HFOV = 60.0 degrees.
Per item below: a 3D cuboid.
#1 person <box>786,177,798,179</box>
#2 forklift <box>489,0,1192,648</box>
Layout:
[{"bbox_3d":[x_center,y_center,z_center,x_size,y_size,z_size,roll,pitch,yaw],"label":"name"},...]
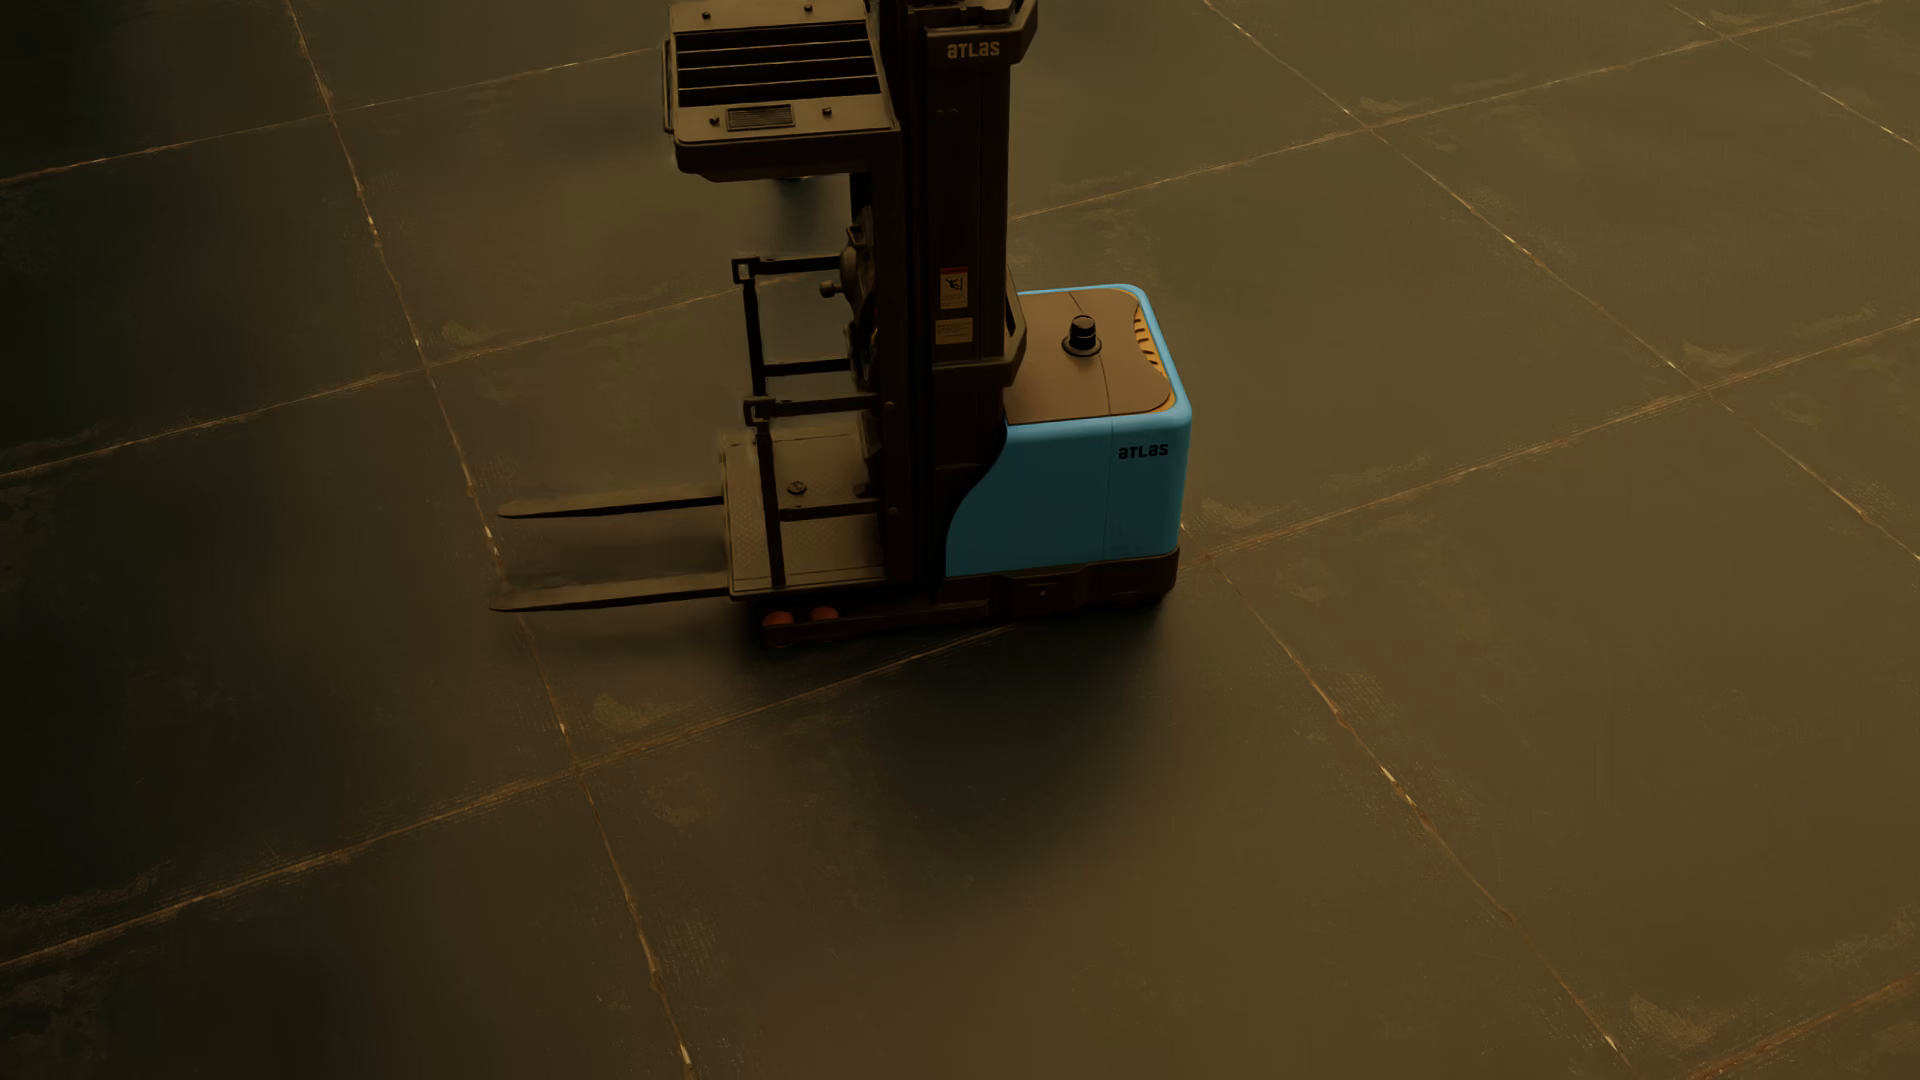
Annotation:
[{"bbox_3d":[-1.060,-2.950,9.672,0.639,1.781,0.575,-29,50,-28],"label":"person"},{"bbox_3d":[-0.585,-0.984,6.735,3.031,2.935,1.130,-6,43,-6],"label":"forklift"}]
